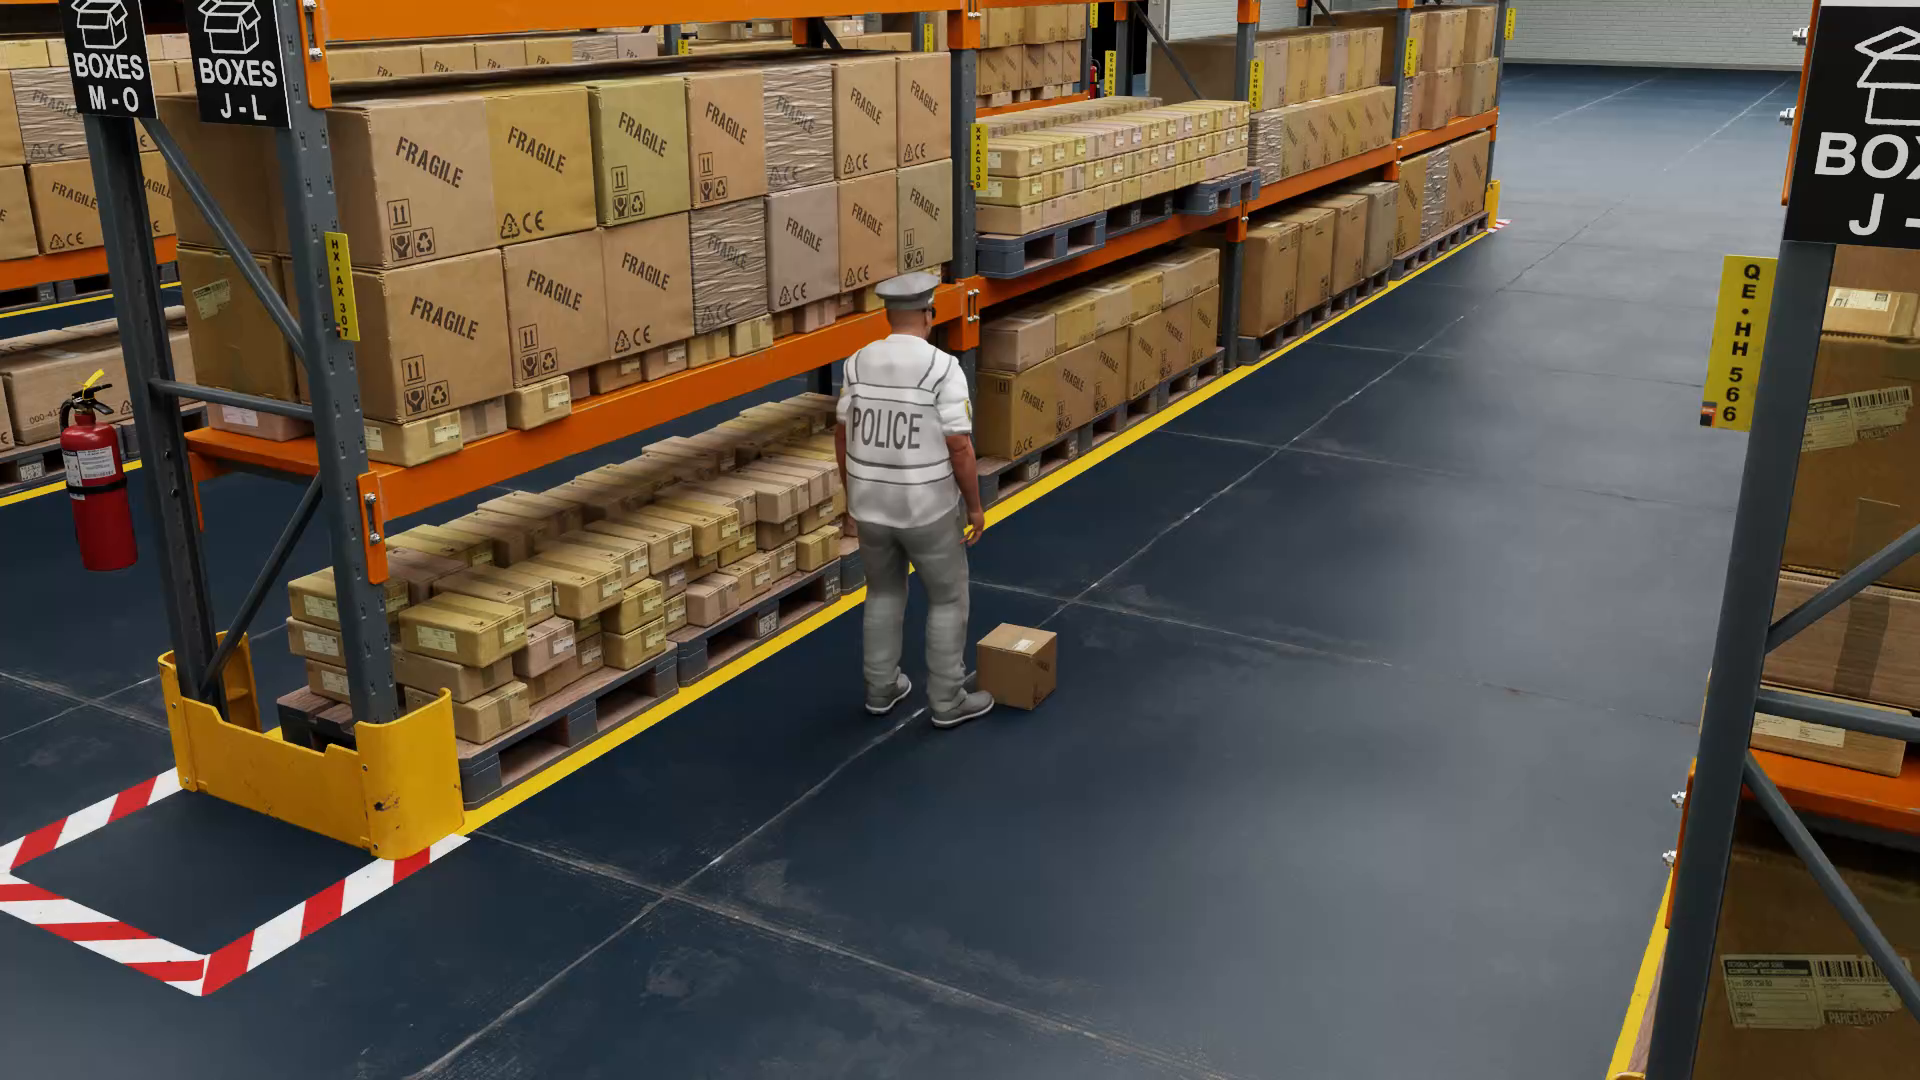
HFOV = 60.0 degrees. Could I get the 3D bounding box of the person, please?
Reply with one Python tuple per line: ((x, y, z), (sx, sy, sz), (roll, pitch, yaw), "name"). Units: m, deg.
((-0.201, -0.135, 6.438), (0.605, 1.750, 0.429), (9, 21, 24), "person")
